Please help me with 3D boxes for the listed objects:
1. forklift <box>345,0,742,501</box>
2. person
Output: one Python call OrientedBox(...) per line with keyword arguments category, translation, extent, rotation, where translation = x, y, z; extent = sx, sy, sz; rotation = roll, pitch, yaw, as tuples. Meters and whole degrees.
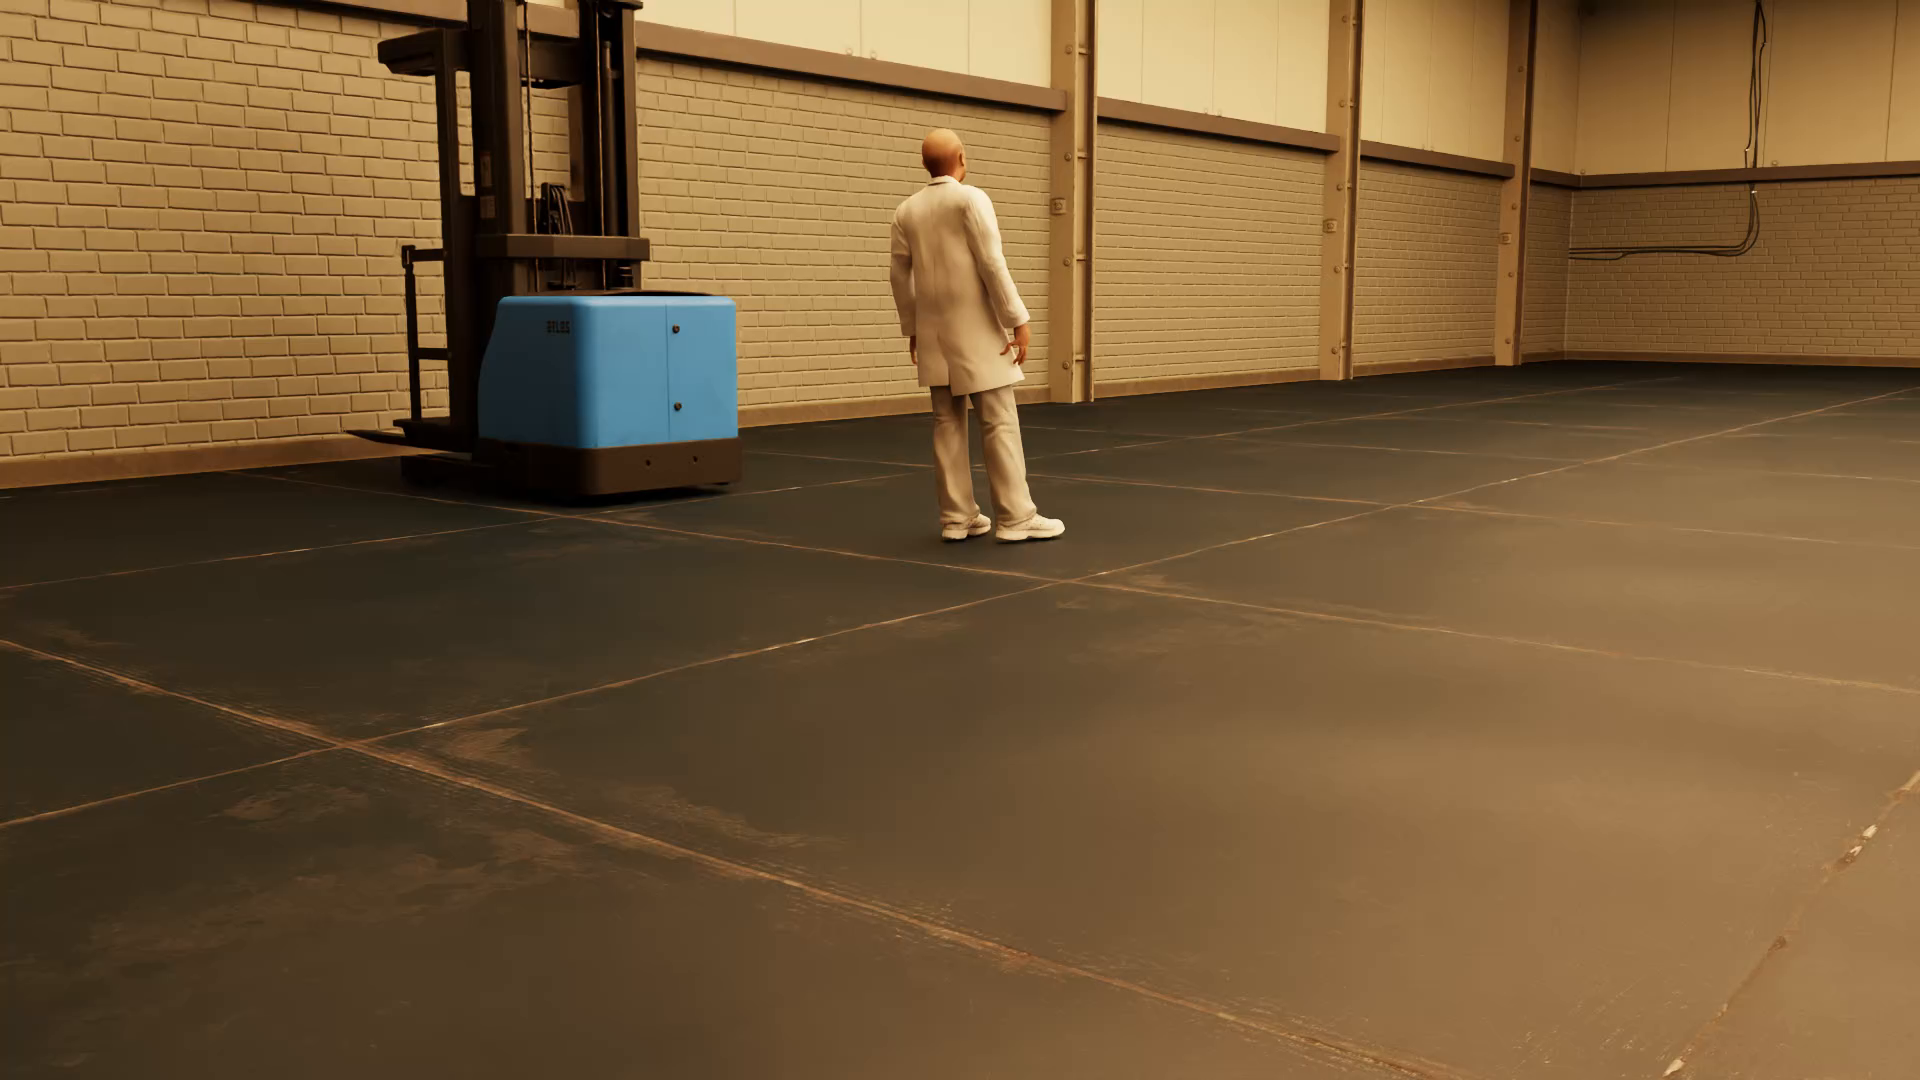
OrientedBox(category="forklift", translation=(-2.610, -1.808, 9.634), extent=(3.031, 2.935, 1.130), rotation=(8, 12, 44))
OrientedBox(category="person", translation=(0.060, -0.896, 7.342), extent=(0.694, 1.776, 0.581), rotation=(7, 11, 38))
